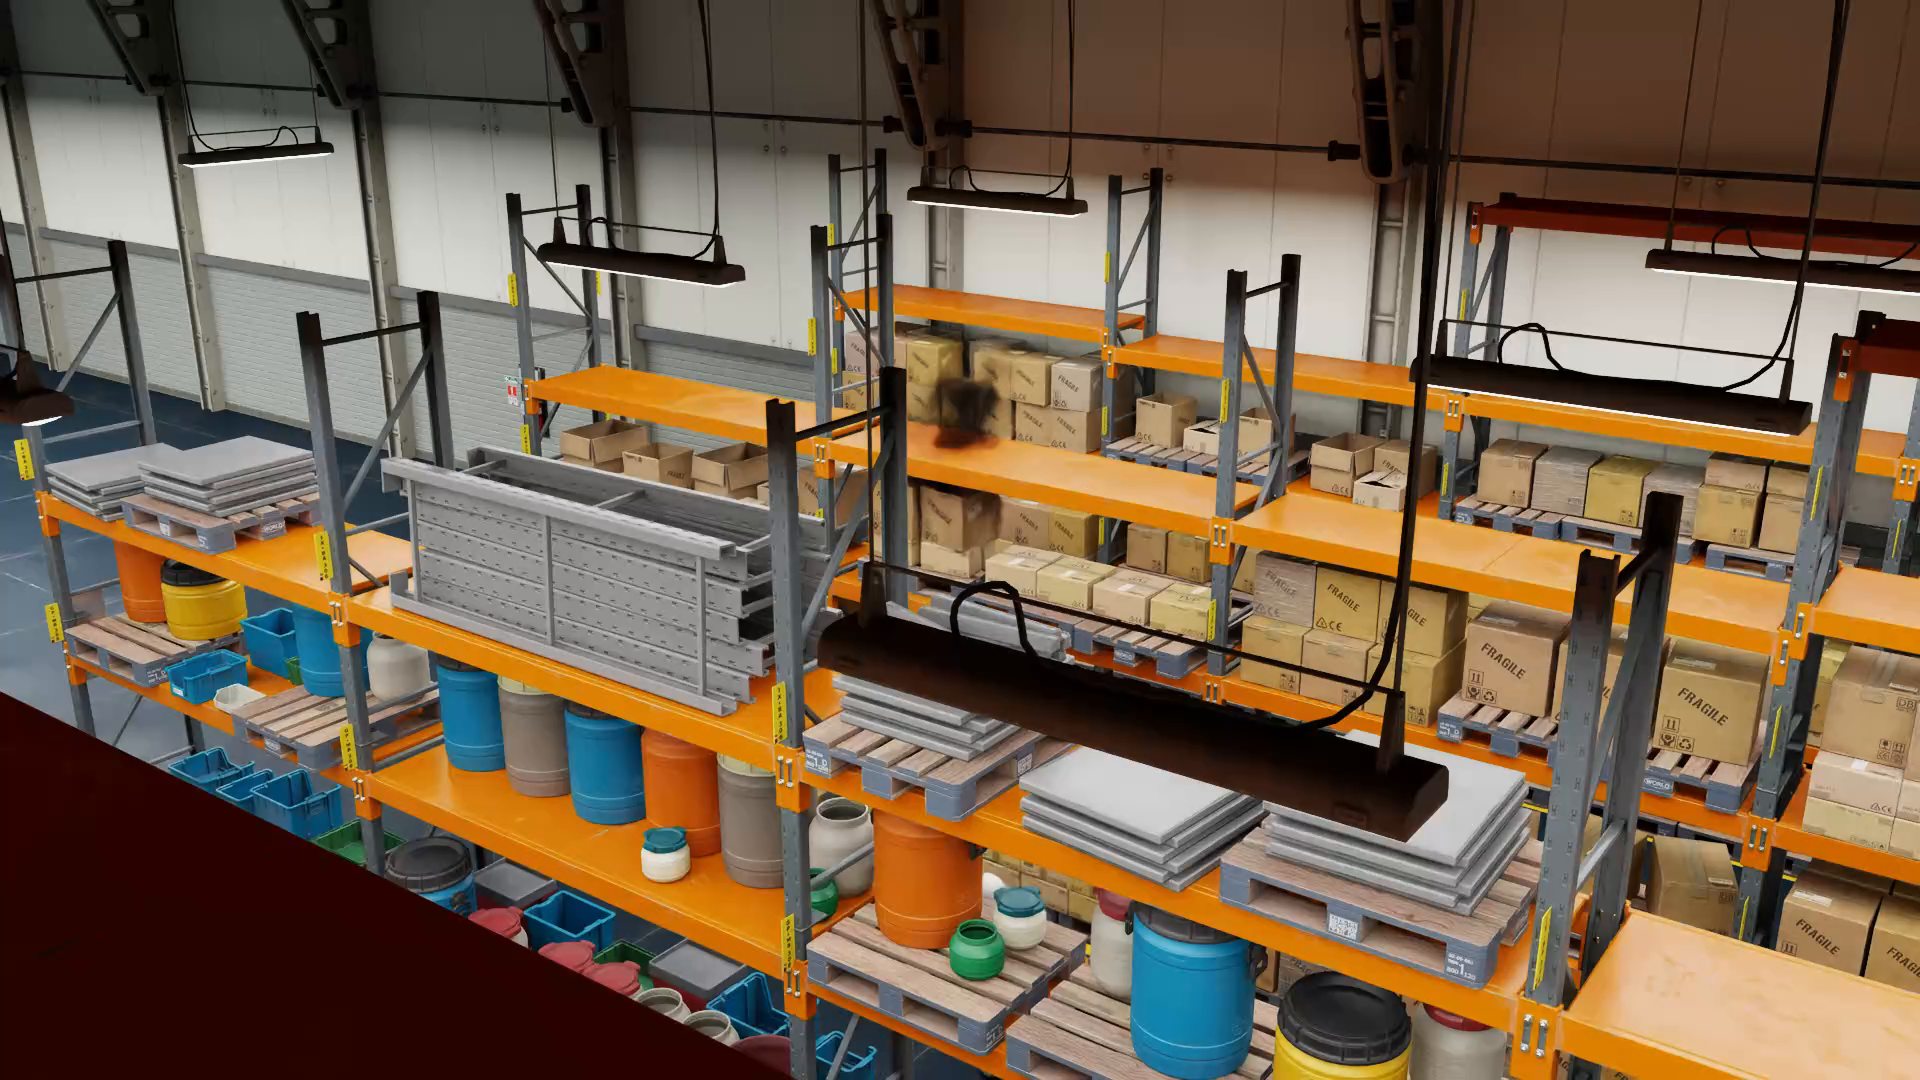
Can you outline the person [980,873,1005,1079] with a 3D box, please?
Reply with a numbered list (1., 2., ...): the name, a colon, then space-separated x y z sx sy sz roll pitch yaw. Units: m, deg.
1. person: 0.199 3.293 12.474 0.599 1.729 0.722 13 22 33
